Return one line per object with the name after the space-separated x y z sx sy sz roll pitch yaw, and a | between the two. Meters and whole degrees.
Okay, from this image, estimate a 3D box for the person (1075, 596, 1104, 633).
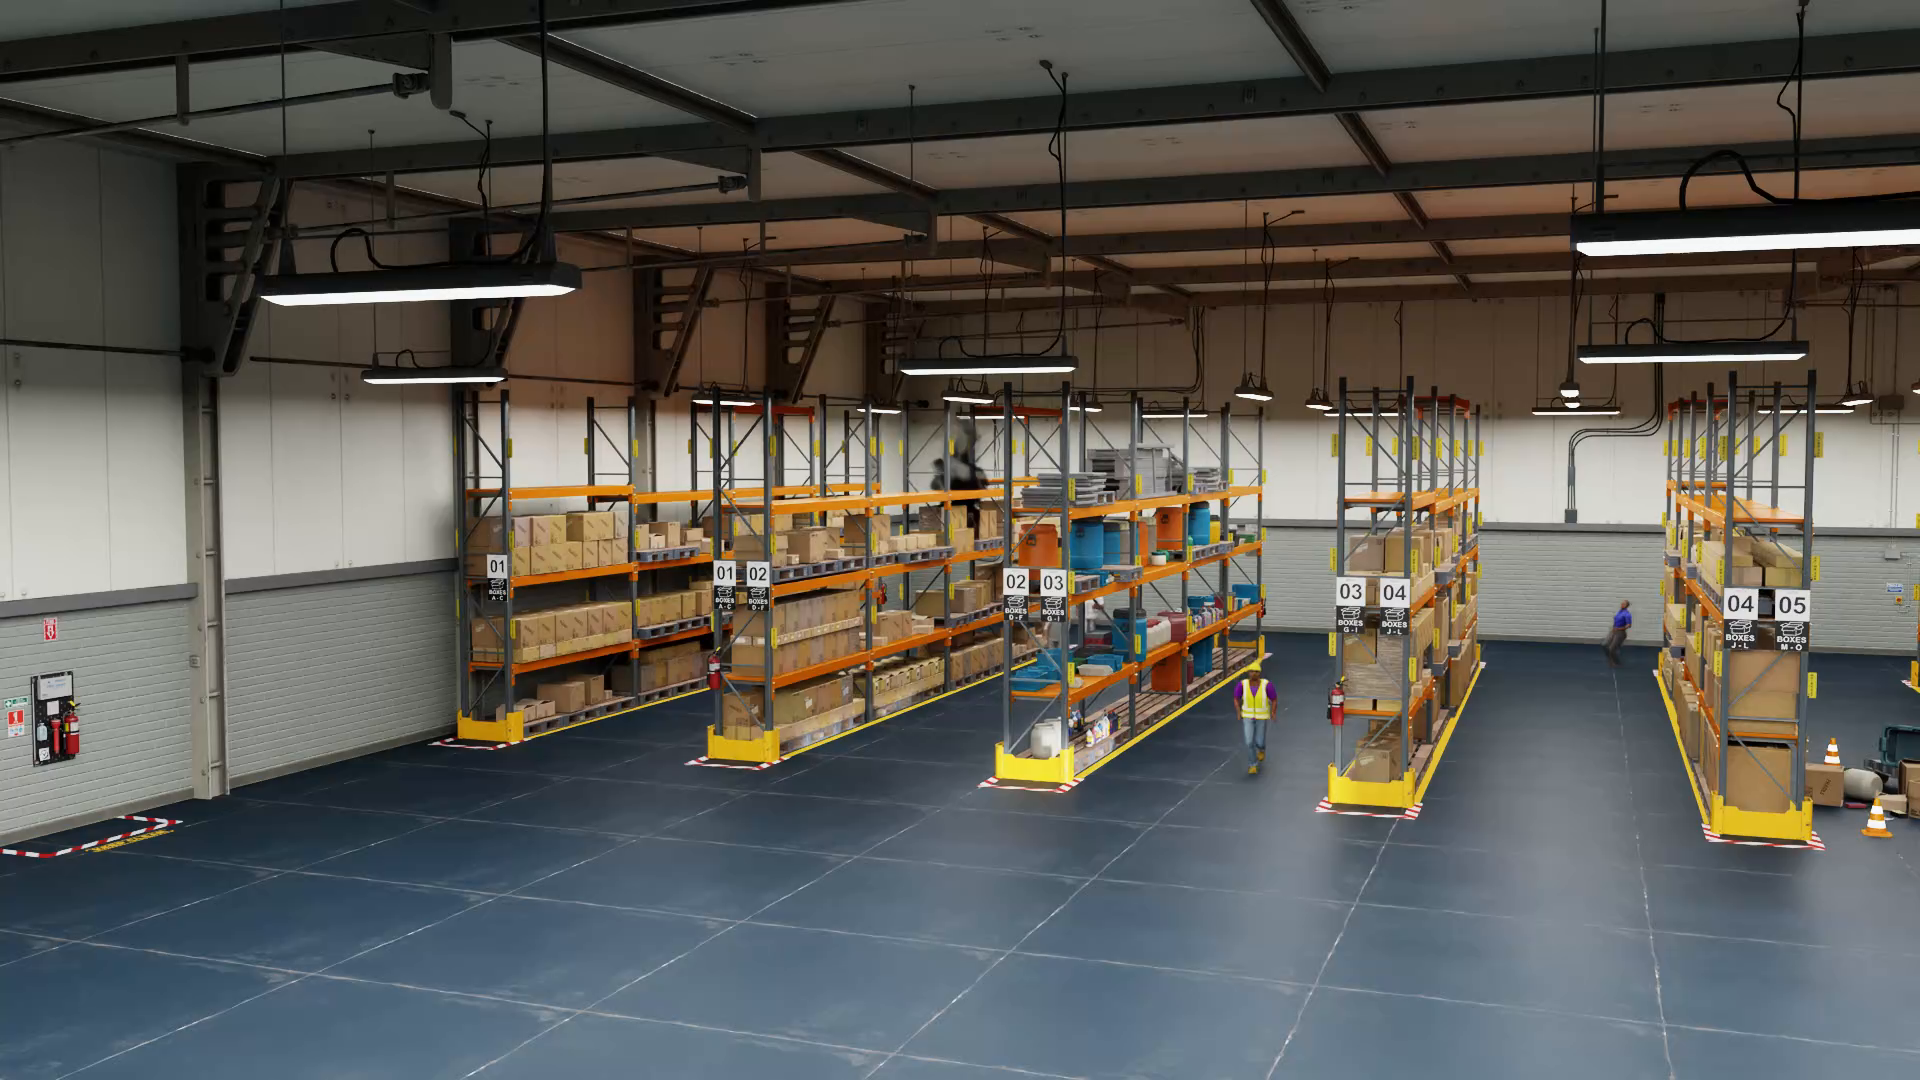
2.920 1.791 37.666 0.679 1.851 0.783 0 3 8 | person

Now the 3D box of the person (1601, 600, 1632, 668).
14.905 2.131 37.800 0.517 1.579 0.692 0 3 -7 | person

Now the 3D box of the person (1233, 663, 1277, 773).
4.565 2.734 25.755 0.682 1.712 0.623 1 3 14 | person

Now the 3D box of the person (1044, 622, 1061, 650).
1.978 2.063 34.160 0.520 1.562 0.468 1 3 9 | person
